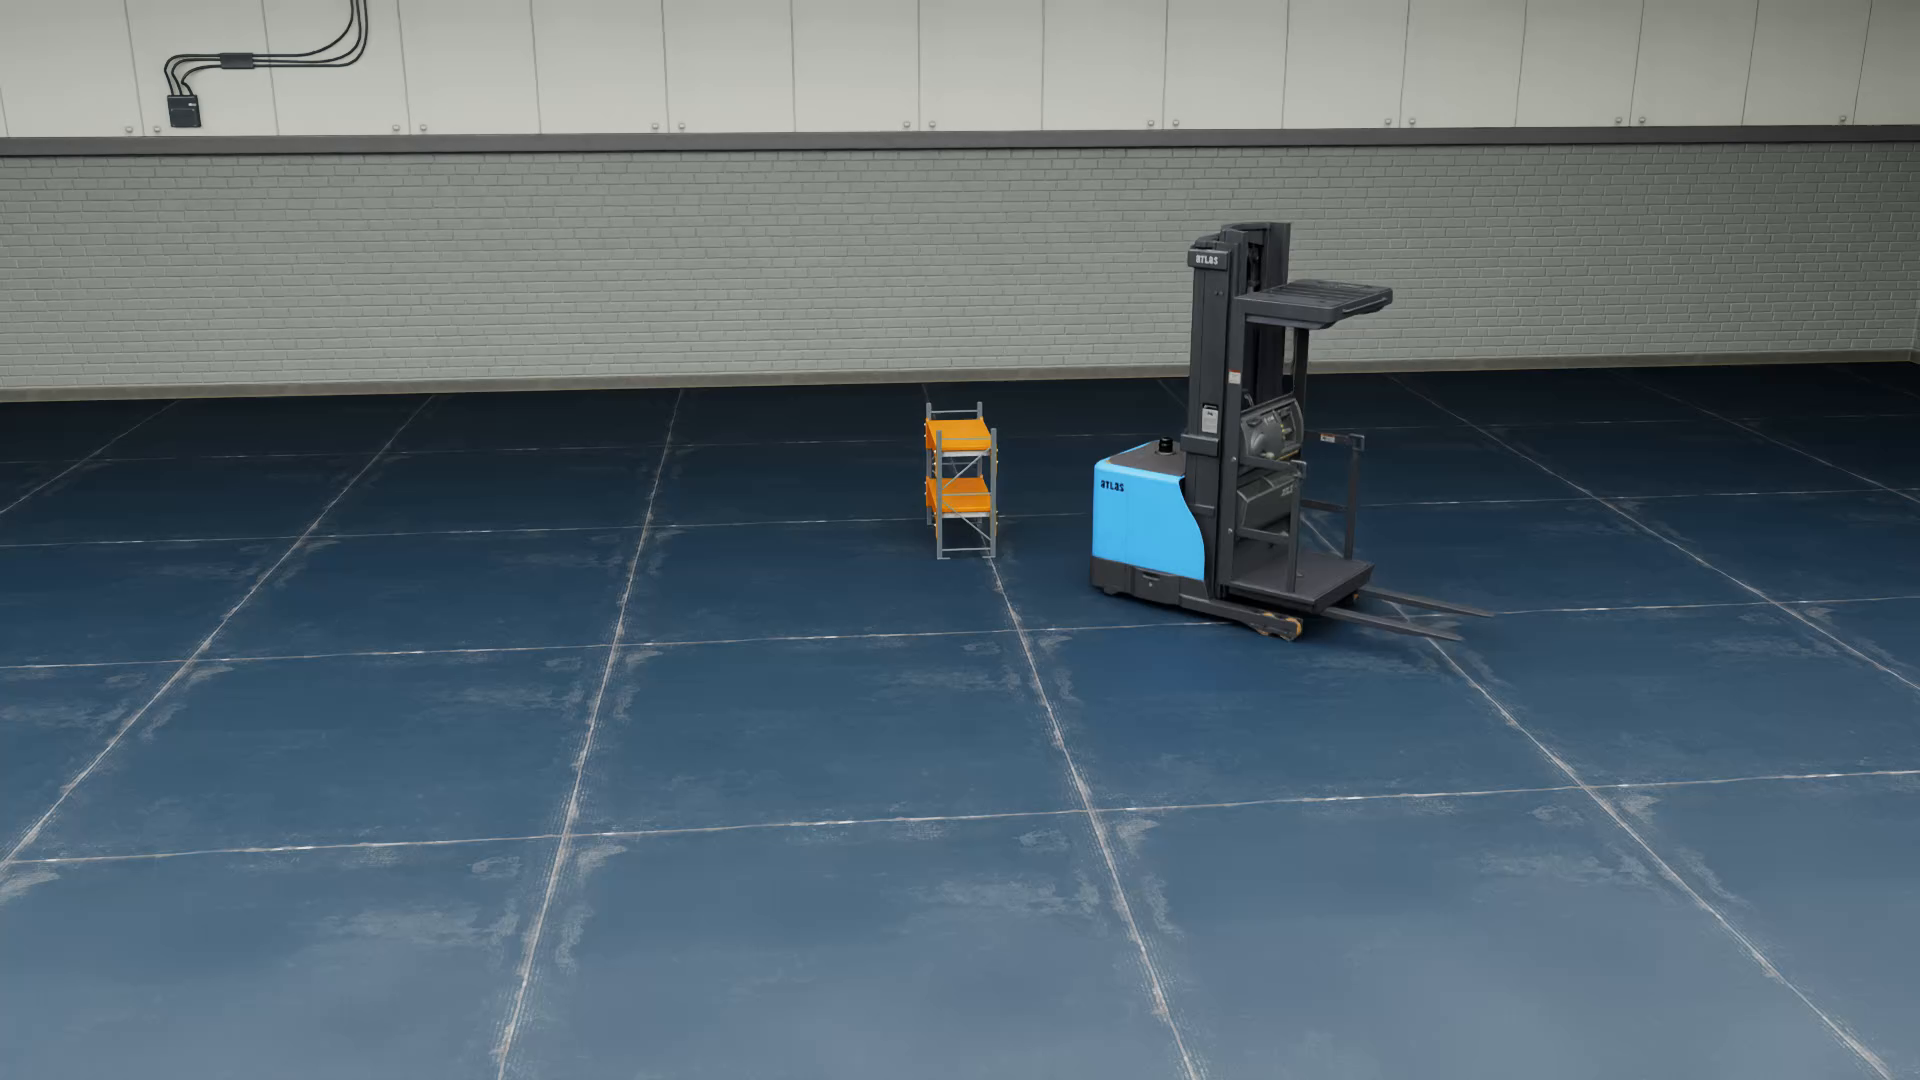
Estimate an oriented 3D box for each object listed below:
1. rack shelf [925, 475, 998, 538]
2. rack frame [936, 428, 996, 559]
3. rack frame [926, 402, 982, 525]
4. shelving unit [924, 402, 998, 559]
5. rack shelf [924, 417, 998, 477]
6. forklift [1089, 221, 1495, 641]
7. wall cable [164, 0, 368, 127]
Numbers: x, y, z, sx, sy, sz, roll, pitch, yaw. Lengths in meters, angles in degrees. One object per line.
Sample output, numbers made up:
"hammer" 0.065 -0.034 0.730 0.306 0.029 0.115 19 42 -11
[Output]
"rack shelf" 0.001 -0.301 14.575 0.538 0.278 1.000 -2 18 -6
"rack frame" 0.053 -0.383 14.020 0.500 1.125 0.032 -2 18 -6
"rack frame" -0.052 -0.686 14.985 0.500 1.125 0.032 -2 18 -6
"shelving unit" 0.001 -0.535 14.502 0.538 1.125 1.048 -2 18 -6
"rack shelf" 0.001 -0.814 14.415 0.538 0.278 1.000 -2 18 -6
"forklift" 2.520 -0.834 12.440 3.031 2.935 1.130 13 22 35
"wall cable" -7.940 -7.665 18.390 2.305 6.003 0.169 -2 18 -6
